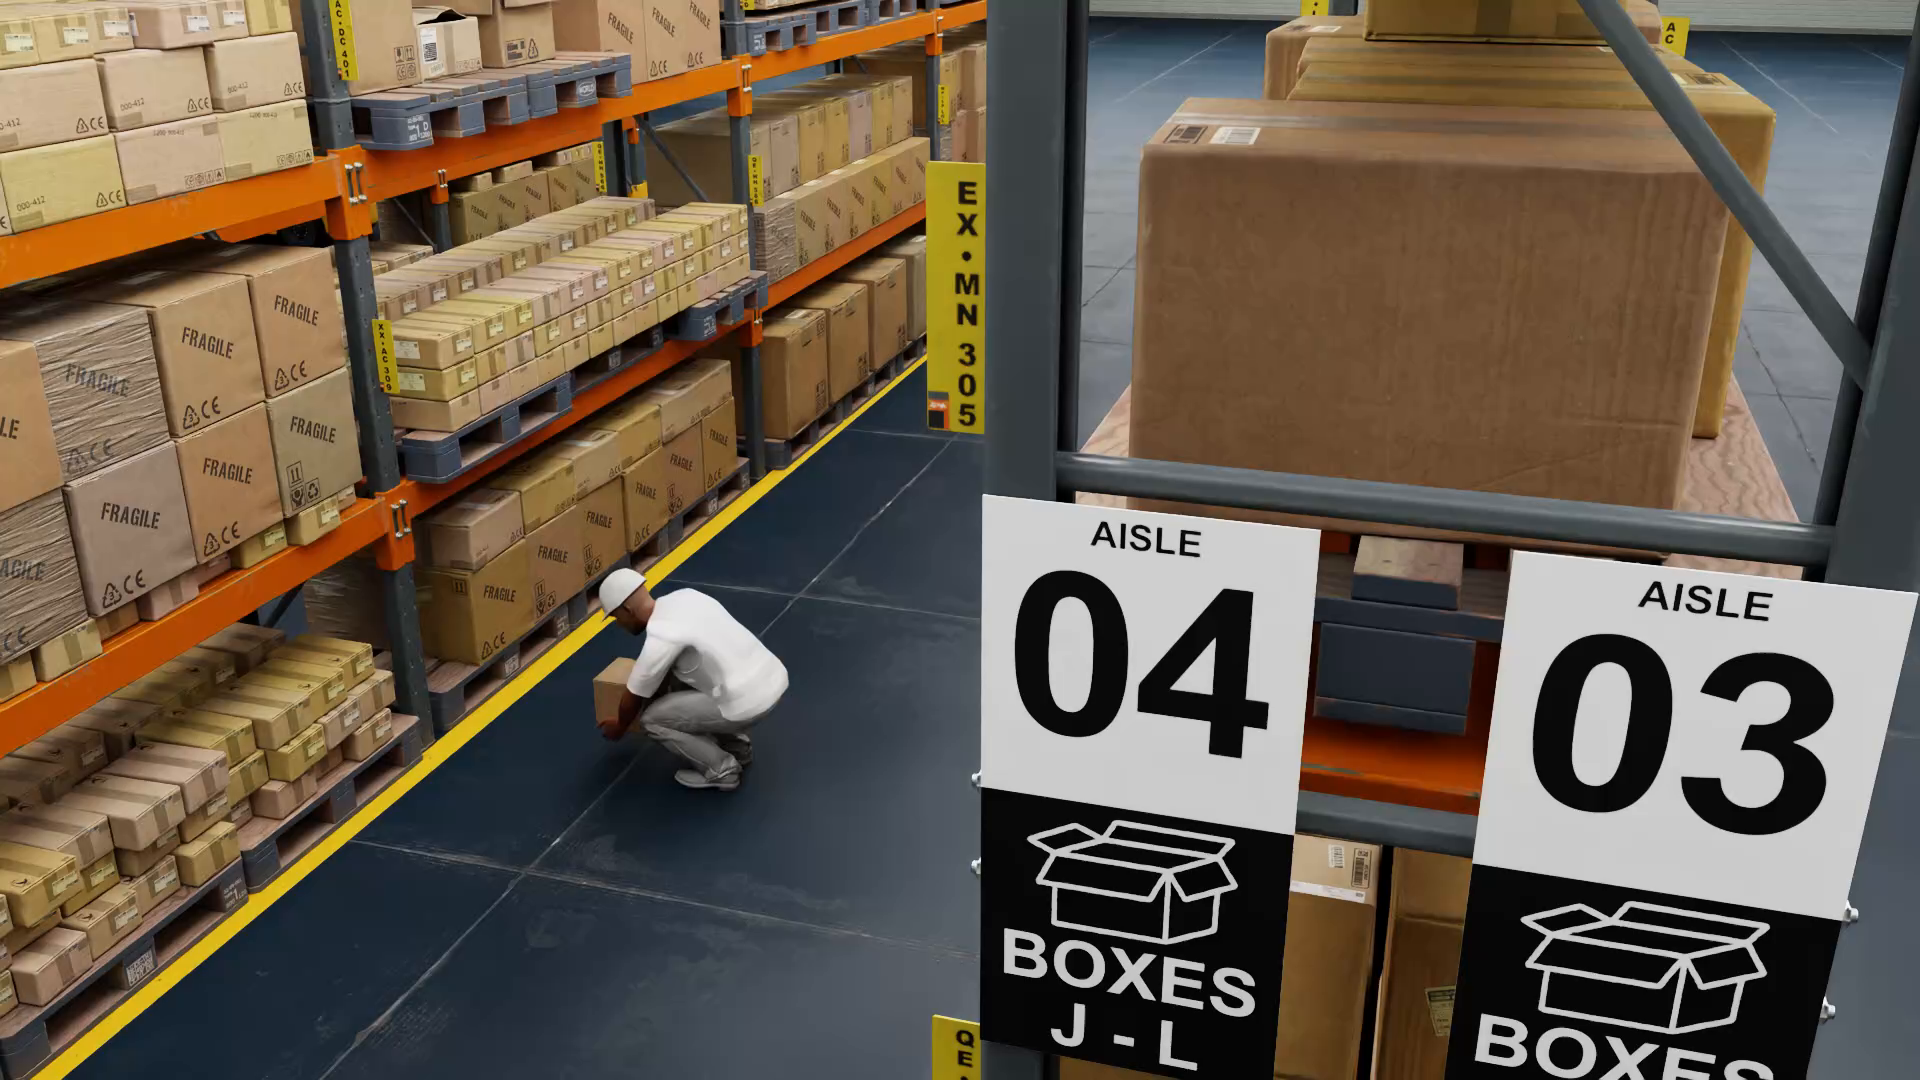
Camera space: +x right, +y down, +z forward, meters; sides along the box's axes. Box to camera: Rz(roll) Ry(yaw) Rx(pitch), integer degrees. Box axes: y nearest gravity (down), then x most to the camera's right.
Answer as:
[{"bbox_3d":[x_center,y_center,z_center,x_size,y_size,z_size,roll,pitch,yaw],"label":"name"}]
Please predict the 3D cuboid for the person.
[{"bbox_3d":[-1.231,0.611,7.574,0.860,0.998,0.598,6,23,16],"label":"person"}]
